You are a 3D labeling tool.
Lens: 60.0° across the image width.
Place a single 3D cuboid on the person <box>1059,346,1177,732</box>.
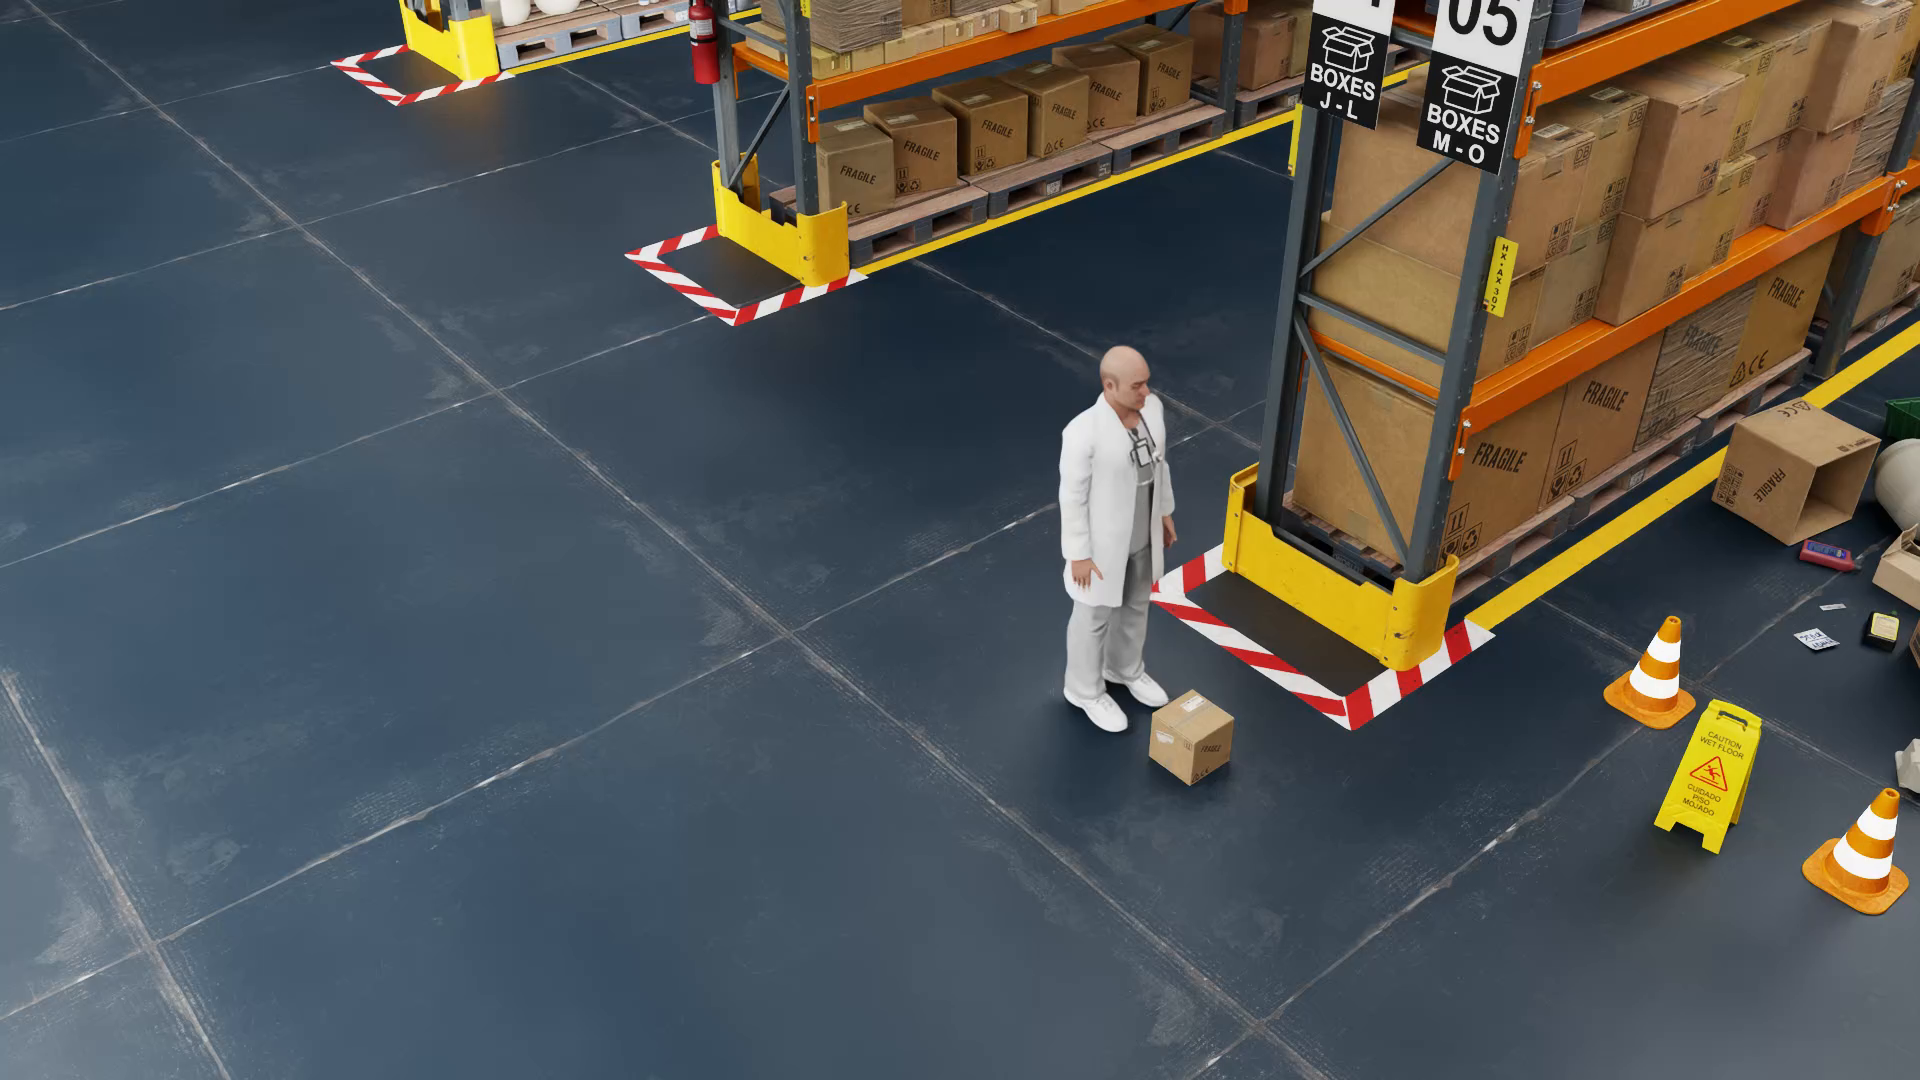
[{"bbox_3d":[0.706,-0.002,7.074,0.615,1.790,0.400,-25,42,-31],"label":"person"}]
